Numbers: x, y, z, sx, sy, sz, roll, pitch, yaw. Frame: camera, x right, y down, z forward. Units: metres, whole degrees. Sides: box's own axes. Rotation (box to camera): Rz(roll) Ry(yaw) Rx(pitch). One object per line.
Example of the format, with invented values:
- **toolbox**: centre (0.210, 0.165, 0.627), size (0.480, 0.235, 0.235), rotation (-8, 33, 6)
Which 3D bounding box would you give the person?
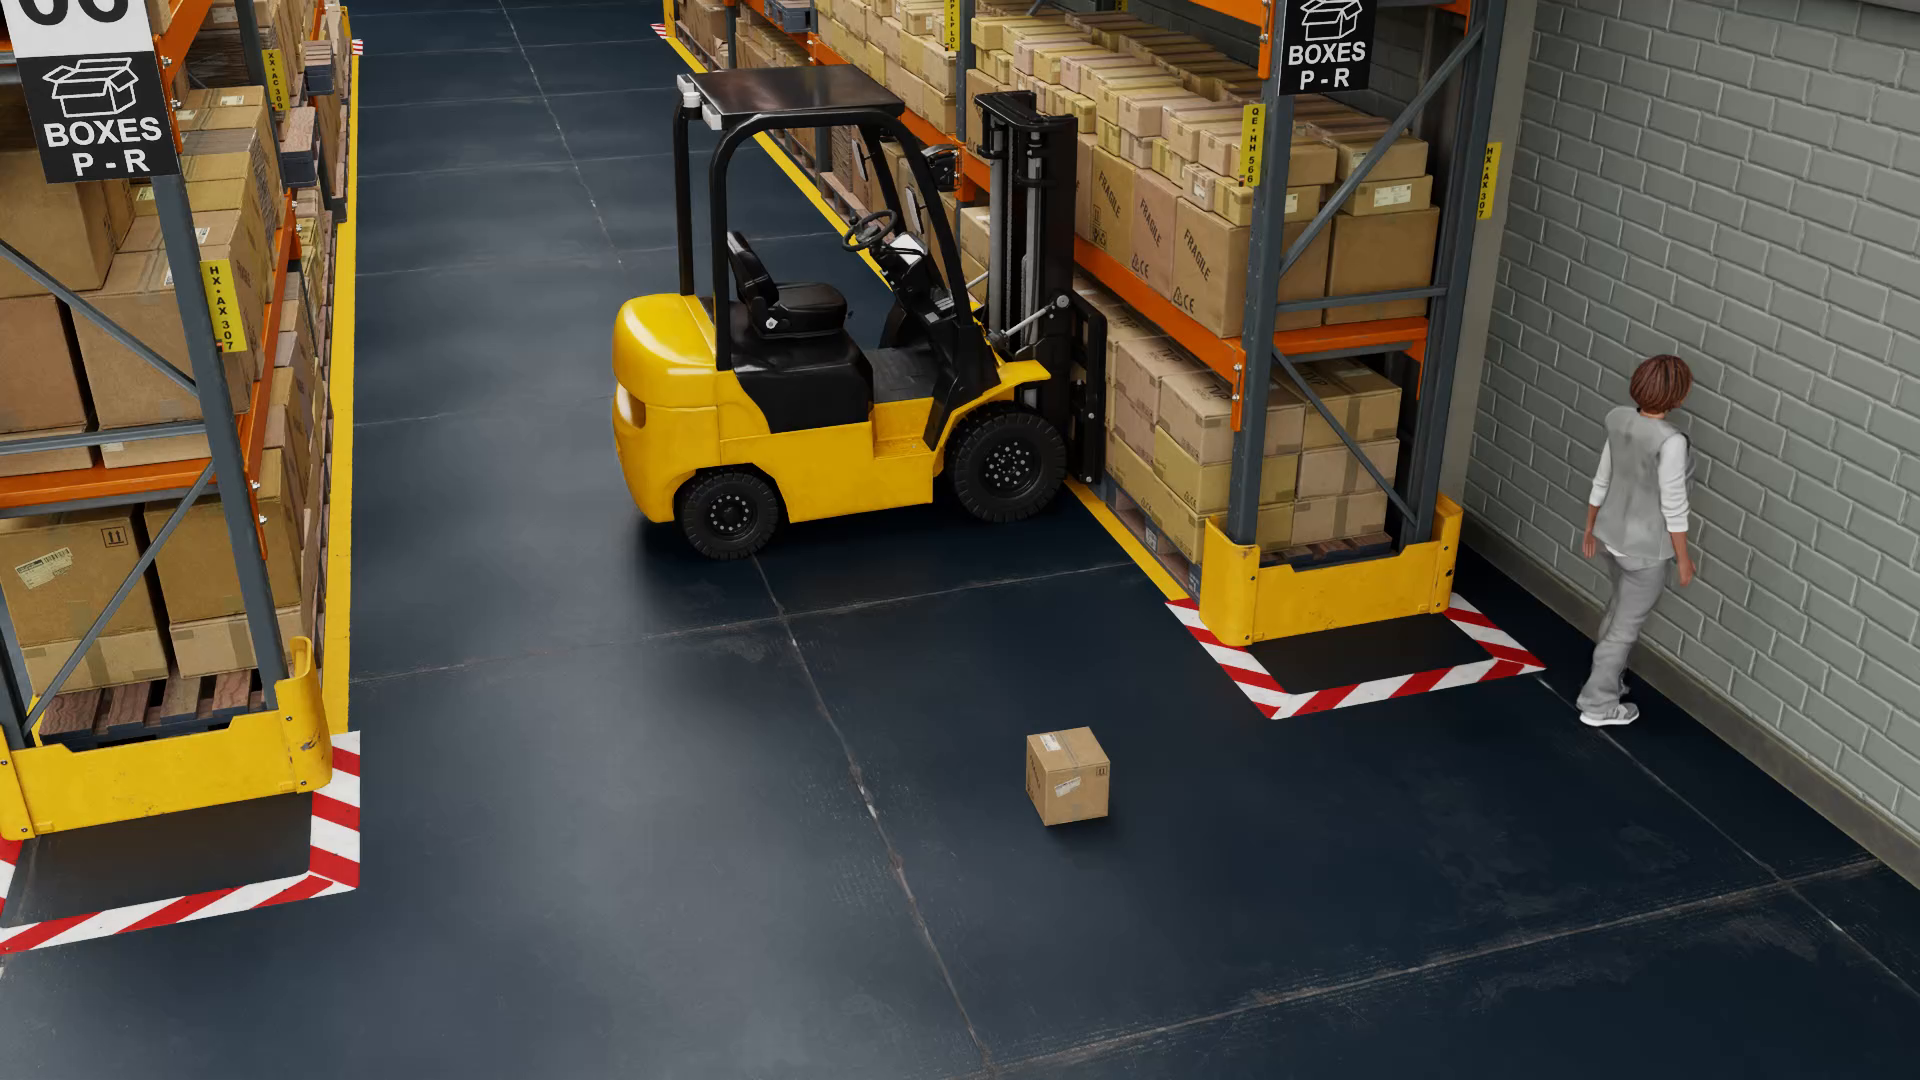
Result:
- **person**: centre (2.728, 0.037, 6.593), size (0.429, 1.653, 0.437), rotation (-7, 28, -15)
